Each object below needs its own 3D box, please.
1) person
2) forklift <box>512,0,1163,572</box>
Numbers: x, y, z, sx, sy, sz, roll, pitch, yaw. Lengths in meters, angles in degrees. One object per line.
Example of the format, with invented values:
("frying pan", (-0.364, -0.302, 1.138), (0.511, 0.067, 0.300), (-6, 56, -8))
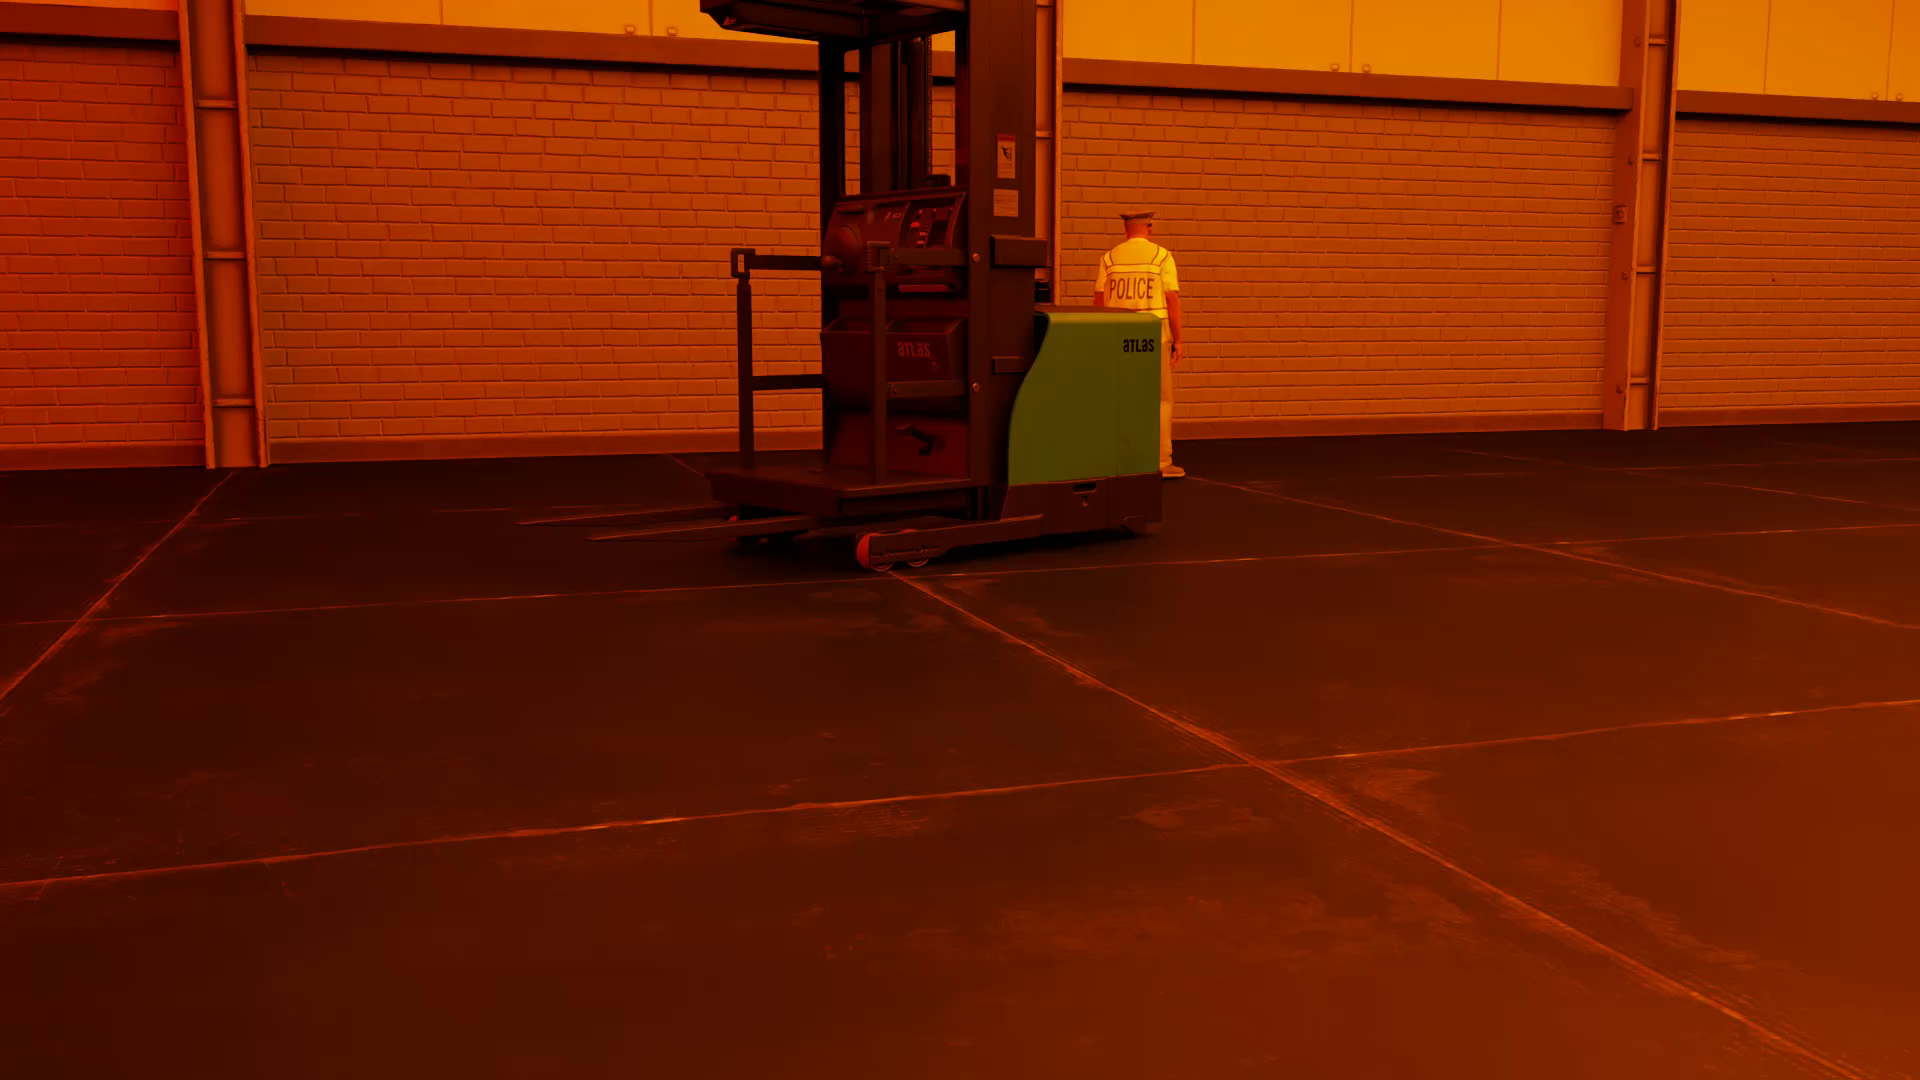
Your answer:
("person", (1.157, -1.275, 10.811), (0.592, 1.746, 0.442), (3, 8, 20))
("forklift", (-0.461, -1.399, 7.333), (3.031, 2.935, 1.130), (-7, 10, -40))
